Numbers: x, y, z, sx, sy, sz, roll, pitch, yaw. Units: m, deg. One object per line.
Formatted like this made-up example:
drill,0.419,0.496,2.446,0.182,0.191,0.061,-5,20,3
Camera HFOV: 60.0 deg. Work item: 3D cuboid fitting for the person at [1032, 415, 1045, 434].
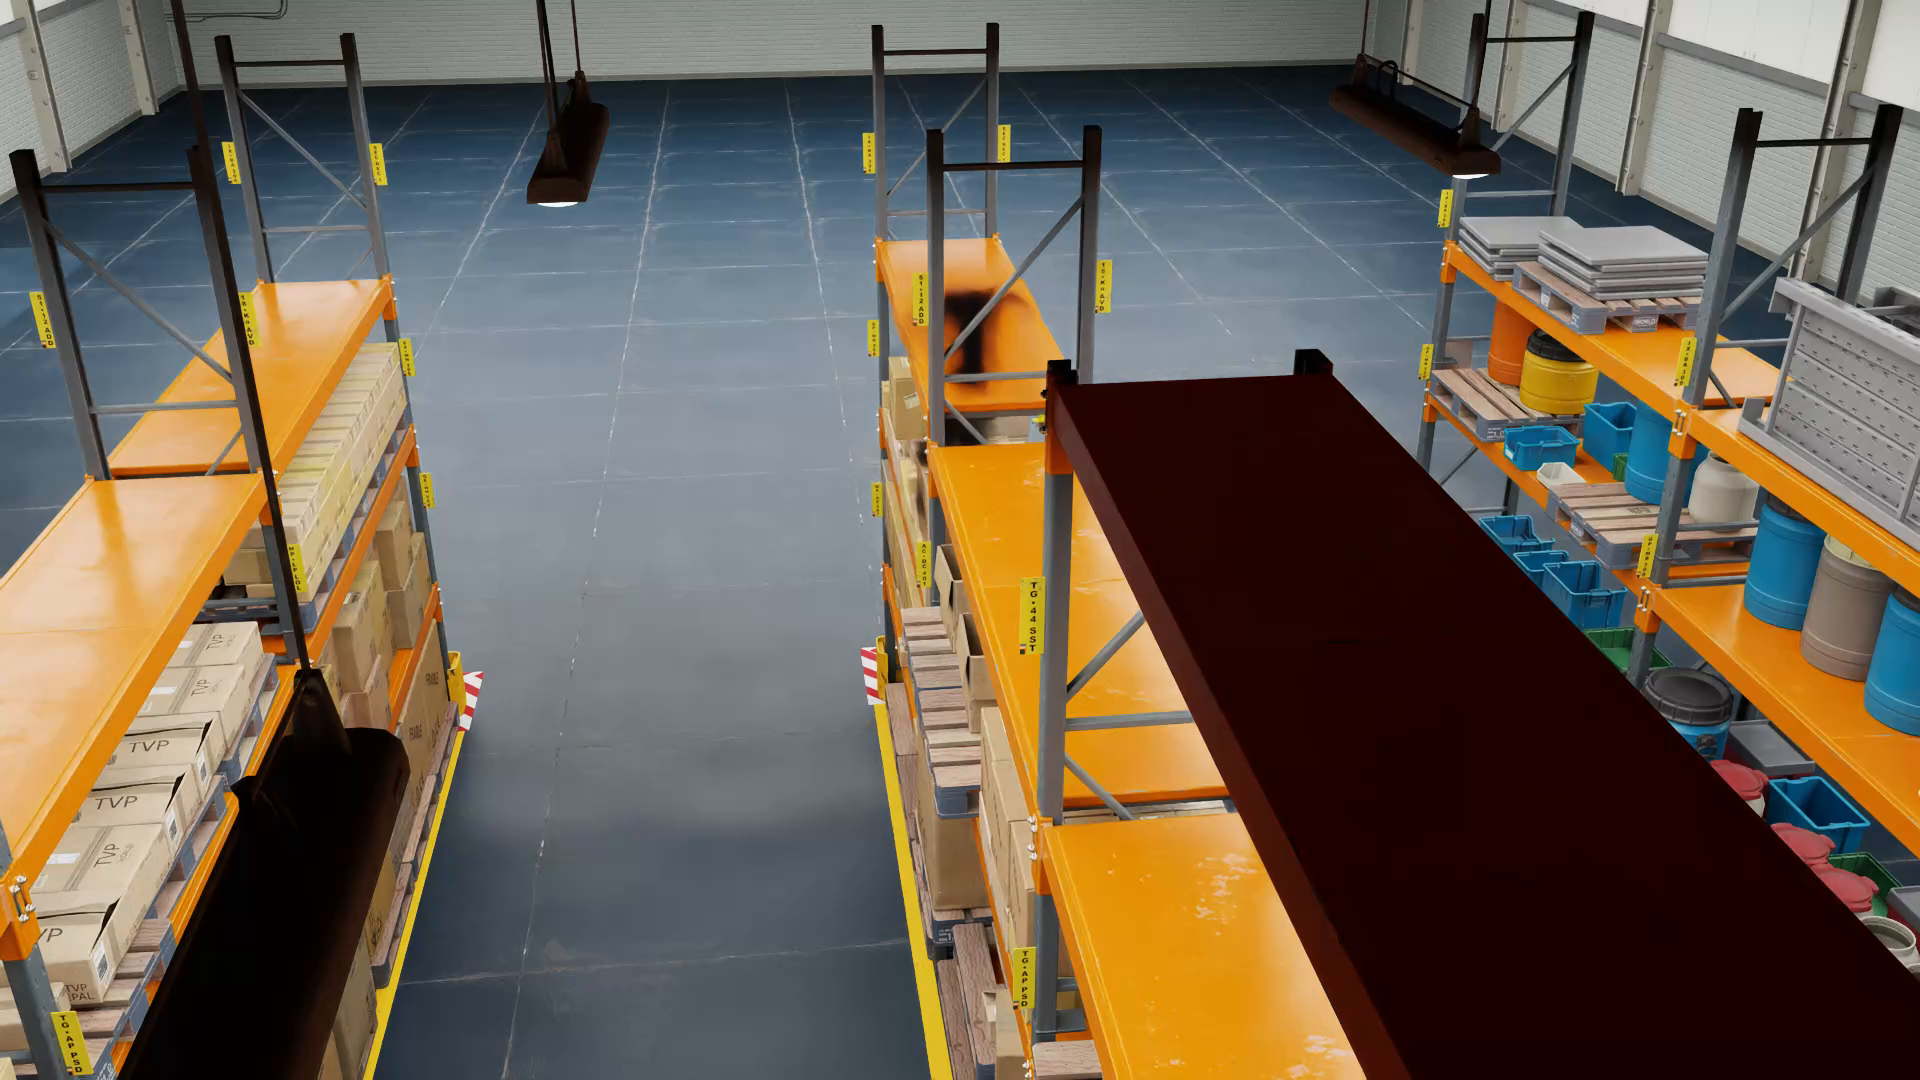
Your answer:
person,1.196,-0.706,18.169,0.832,1.573,0.737,4,26,9
